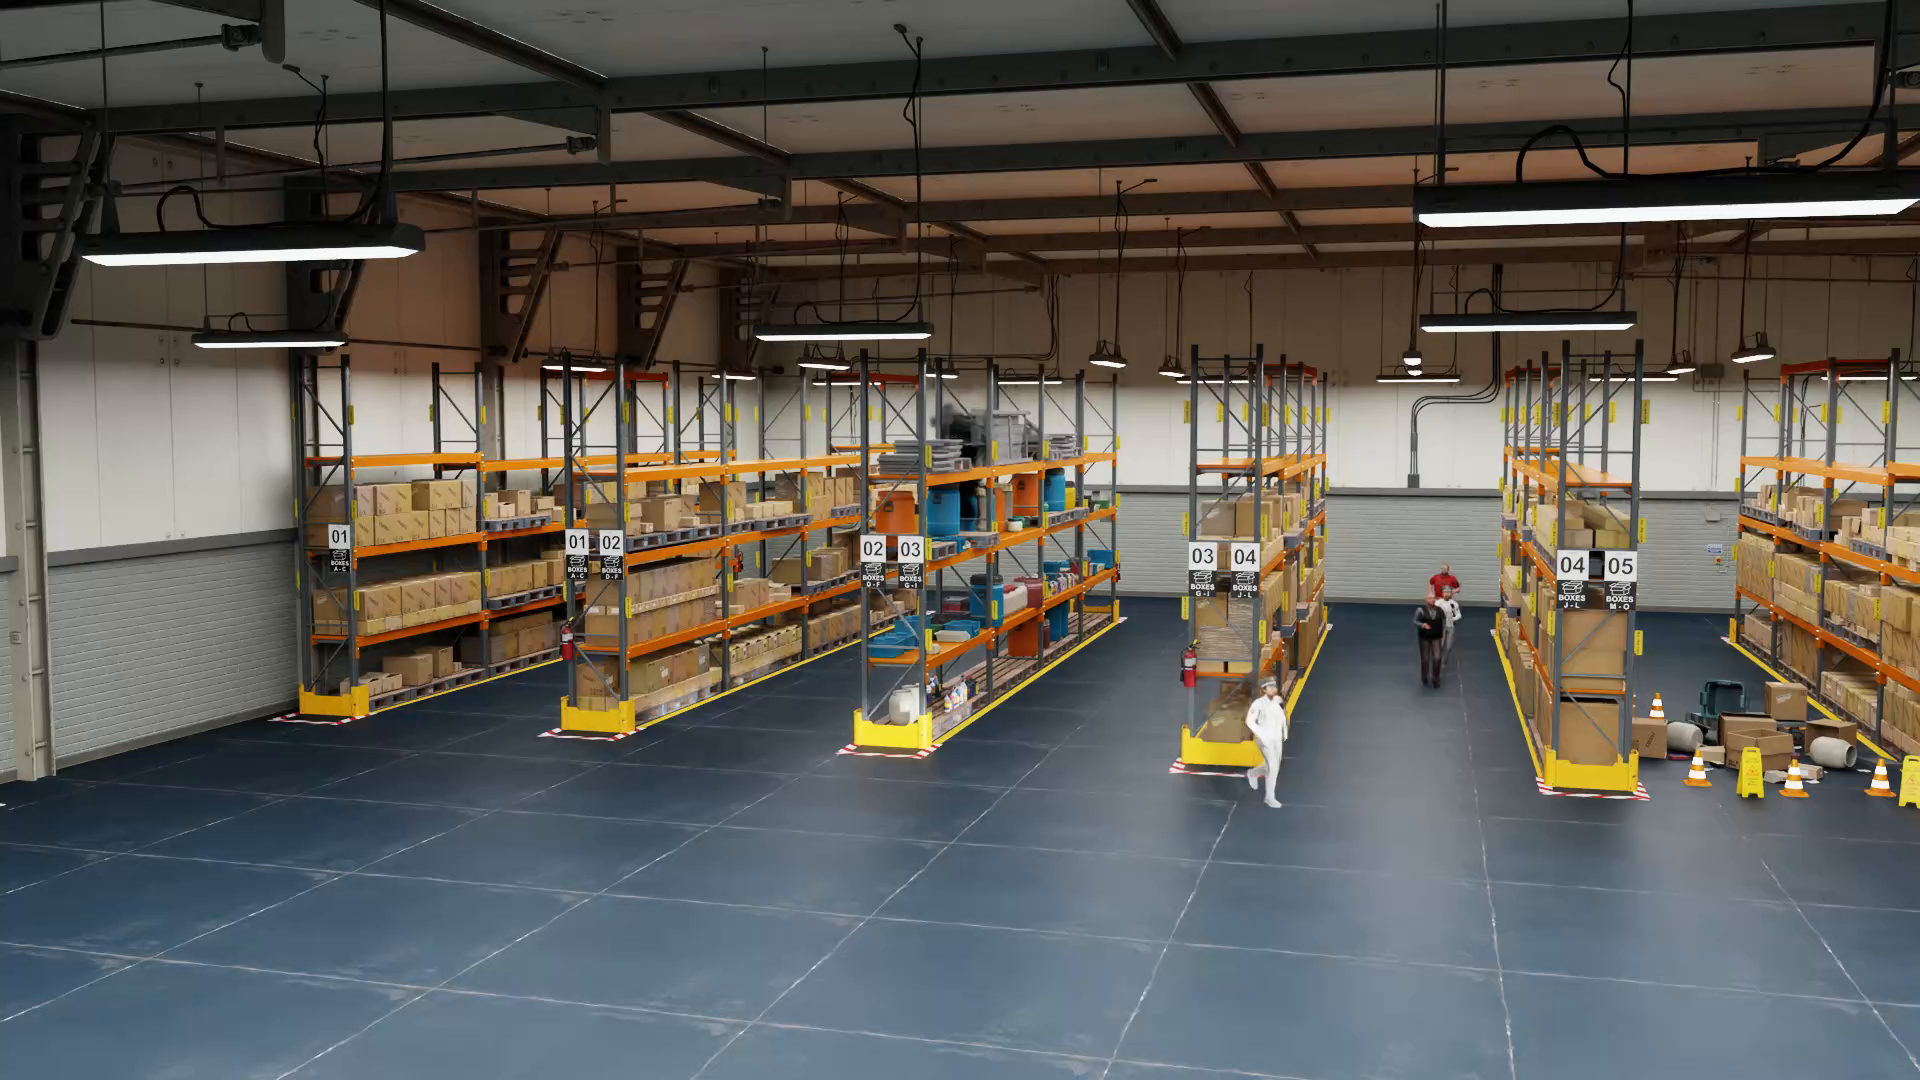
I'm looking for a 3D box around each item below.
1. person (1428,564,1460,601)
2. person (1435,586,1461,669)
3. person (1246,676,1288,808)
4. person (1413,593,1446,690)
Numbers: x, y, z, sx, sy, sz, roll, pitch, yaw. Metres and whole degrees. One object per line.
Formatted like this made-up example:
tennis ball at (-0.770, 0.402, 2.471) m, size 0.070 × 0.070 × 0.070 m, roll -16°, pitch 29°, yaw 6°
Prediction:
person at (10.645, 1.426, 36.596) m, size 0.690 × 1.806 × 0.646 m, roll 2°, pitch 5°, yaw 19°
person at (9.549, 1.718, 32.708) m, size 0.600 × 1.652 × 0.536 m, roll 1°, pitch 4°, yaw 11°
person at (3.938, 2.568, 21.467) m, size 0.621 × 1.690 × 0.653 m, roll -2°, pitch 5°, yaw -29°
person at (8.643, 1.866, 30.595) m, size 0.642 × 1.782 × 0.768 m, roll 1°, pitch 4°, yaw 8°
